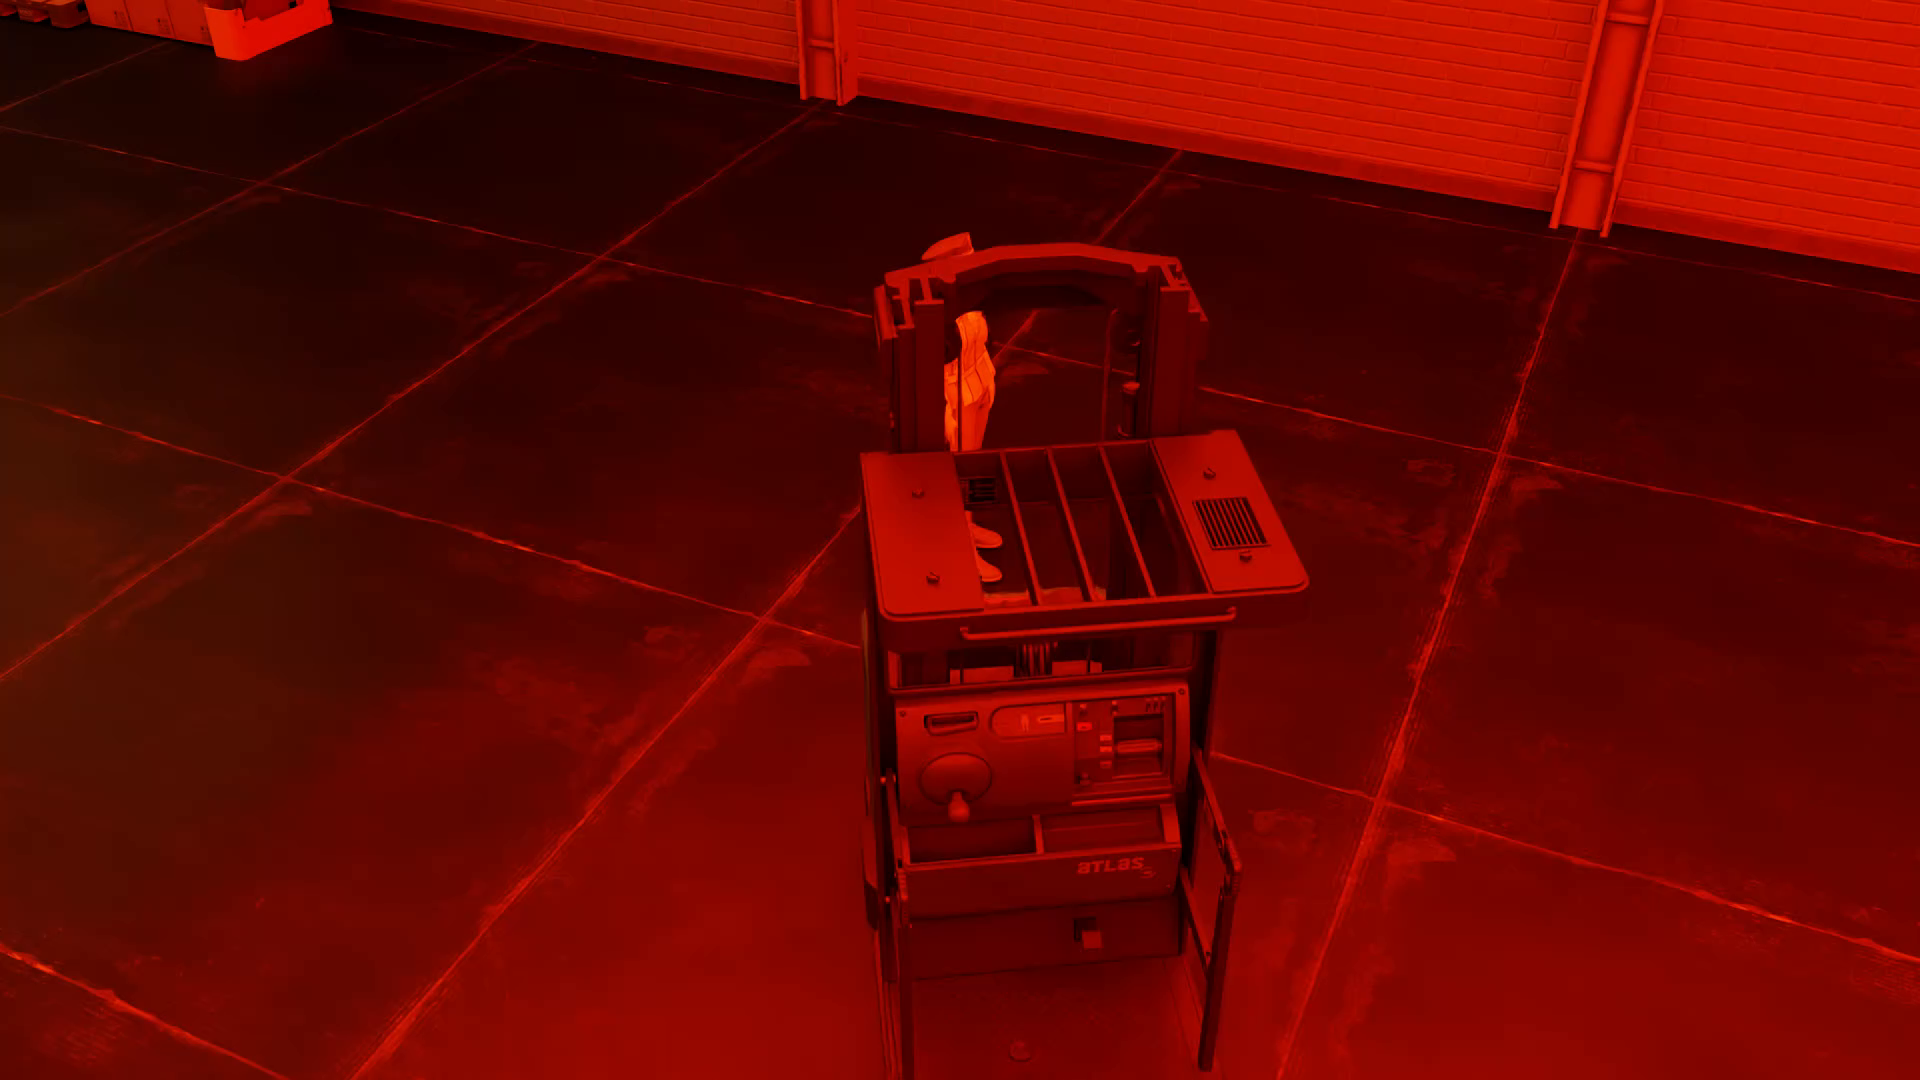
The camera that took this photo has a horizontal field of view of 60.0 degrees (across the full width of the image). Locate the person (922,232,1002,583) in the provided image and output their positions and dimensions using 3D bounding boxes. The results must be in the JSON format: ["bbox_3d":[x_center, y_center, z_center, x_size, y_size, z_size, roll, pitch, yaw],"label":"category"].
[{"bbox_3d":[0.060,-0.675,8.086,0.530,1.694,0.587,15,38,20],"label":"person"}]

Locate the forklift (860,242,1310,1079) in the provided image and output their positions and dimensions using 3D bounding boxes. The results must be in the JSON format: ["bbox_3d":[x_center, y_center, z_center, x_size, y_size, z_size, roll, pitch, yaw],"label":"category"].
[{"bbox_3d":[0.292,0.730,5.064,1.130,2.935,3.031,-4,36,-6],"label":"forklift"}]
